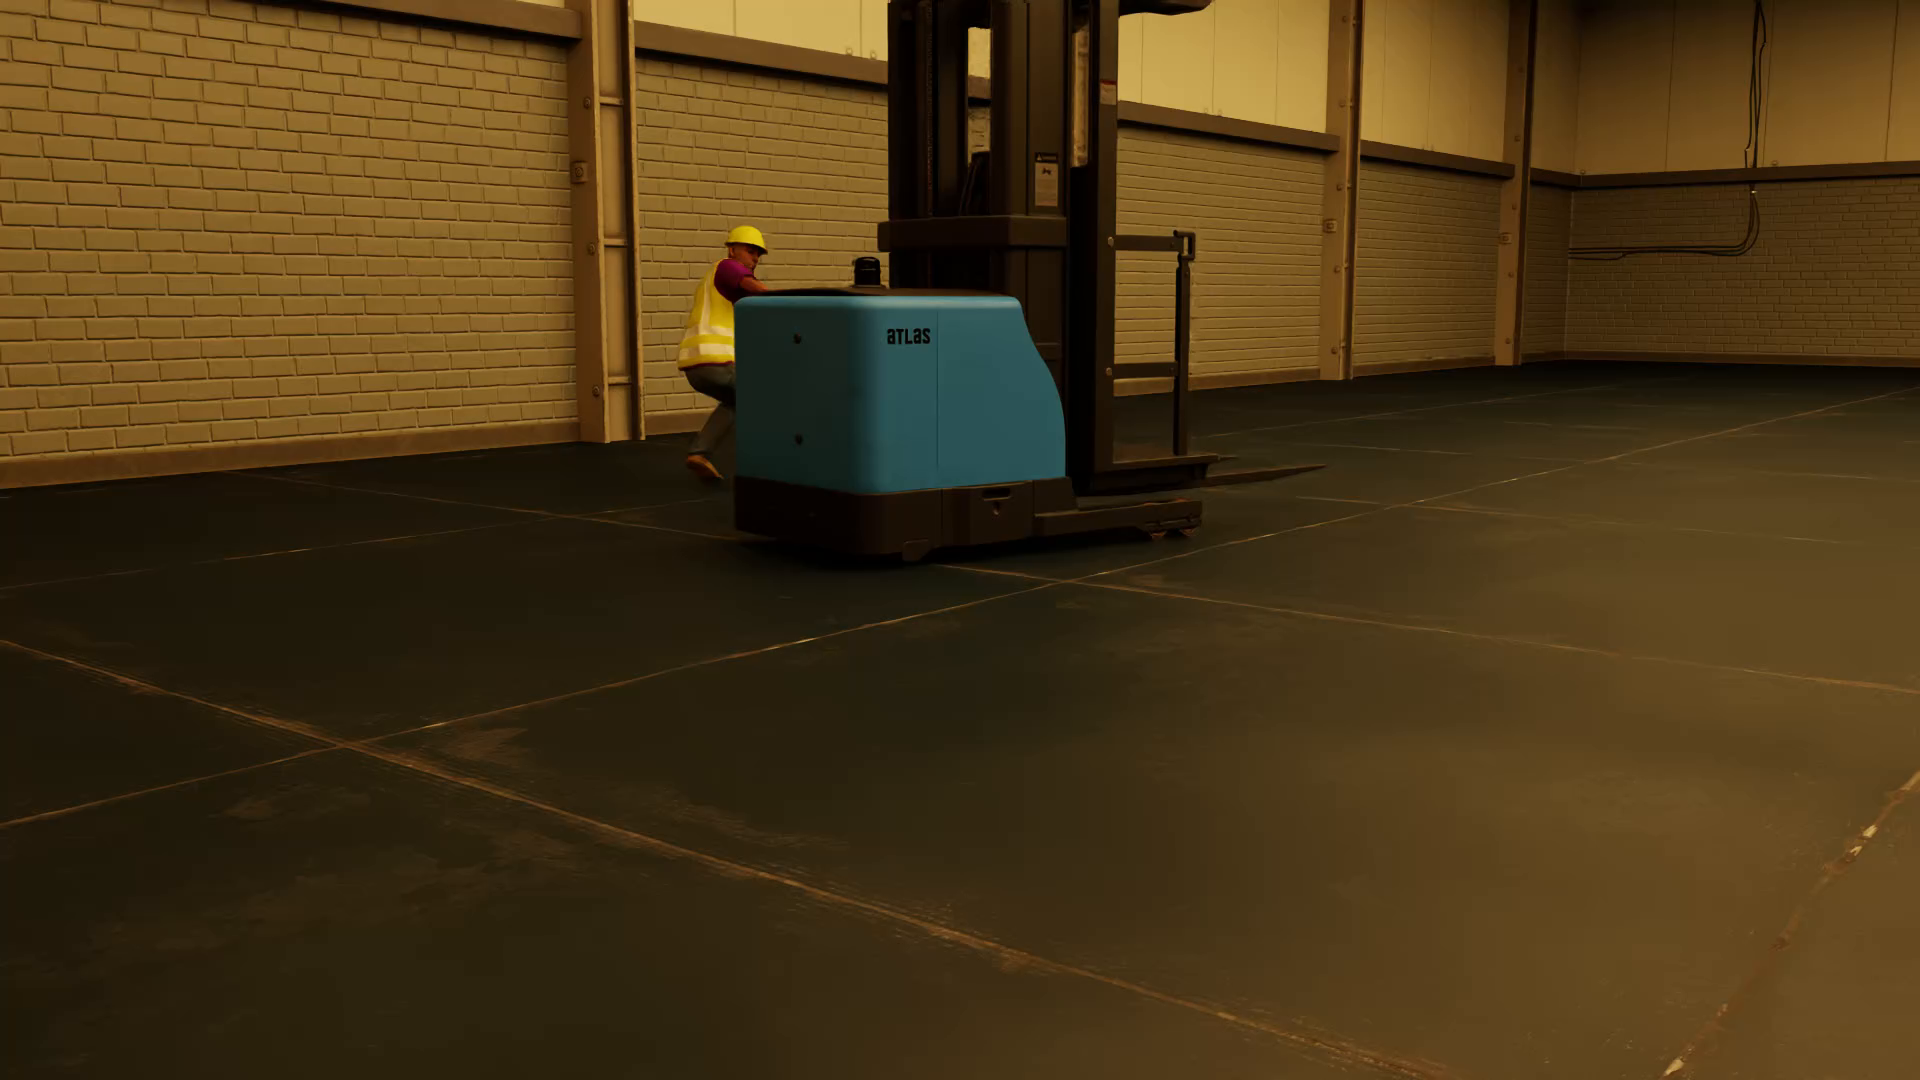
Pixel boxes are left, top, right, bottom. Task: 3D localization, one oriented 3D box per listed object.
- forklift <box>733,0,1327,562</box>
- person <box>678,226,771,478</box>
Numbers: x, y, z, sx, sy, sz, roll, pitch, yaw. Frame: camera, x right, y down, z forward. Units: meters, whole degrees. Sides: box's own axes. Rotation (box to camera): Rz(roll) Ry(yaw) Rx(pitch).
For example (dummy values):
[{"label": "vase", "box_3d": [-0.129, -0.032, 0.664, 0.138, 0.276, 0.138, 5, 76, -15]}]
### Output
[{"label": "forklift", "box_3d": [0.482, -1.510, 7.601, 3.031, 2.935, 1.130, -7, 11, -38]}, {"label": "person", "box_3d": [-1.199, -1.062, 9.658, 0.913, 1.505, 0.844, -7, 11, -38]}]
